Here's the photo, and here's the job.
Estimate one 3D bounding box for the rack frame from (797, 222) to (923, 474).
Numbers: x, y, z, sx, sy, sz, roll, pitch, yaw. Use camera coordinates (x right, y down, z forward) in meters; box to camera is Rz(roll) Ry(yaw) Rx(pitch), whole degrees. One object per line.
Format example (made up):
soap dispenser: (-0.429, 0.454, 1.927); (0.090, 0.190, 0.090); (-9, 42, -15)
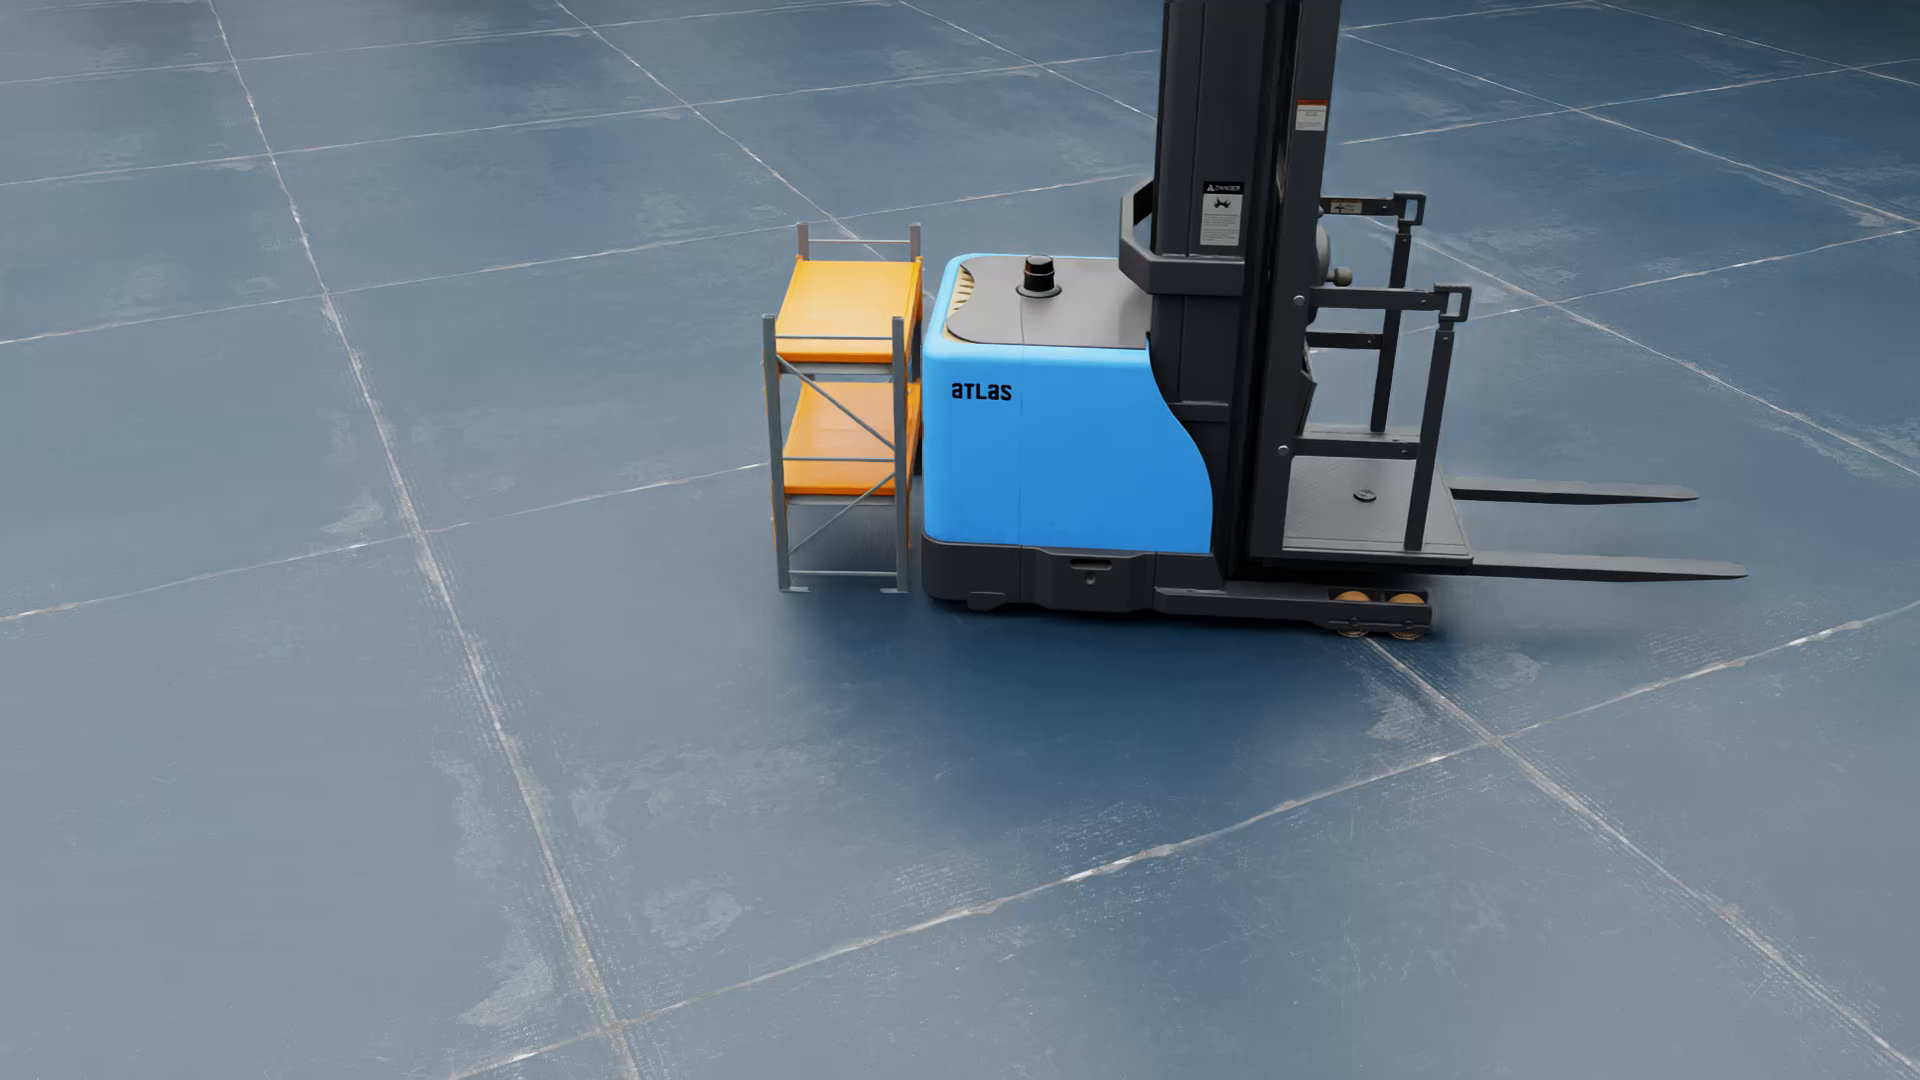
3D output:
rack frame: (-0.411, -0.792, 7.012); (0.500, 1.125, 0.032); (1, 29, 2)

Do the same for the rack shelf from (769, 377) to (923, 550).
rack shelf: (-0.429, -0.330, 6.688); (0.538, 0.278, 1.000); (1, 29, 2)

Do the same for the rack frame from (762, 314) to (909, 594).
rack frame: (-0.447, -0.295, 6.126); (0.500, 1.125, 0.032); (1, 29, 2)

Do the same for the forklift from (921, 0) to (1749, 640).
forklift: (1.402, -1.186, 5.868); (3.031, 2.935, 1.130); (3, 29, 5)

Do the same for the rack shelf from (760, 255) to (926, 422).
rack shelf: (-0.429, -0.799, 6.426); (0.538, 0.278, 1.000); (1, 29, 2)

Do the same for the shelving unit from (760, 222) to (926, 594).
shelving unit: (-0.429, -0.543, 6.569); (0.538, 1.125, 1.048); (1, 29, 2)
